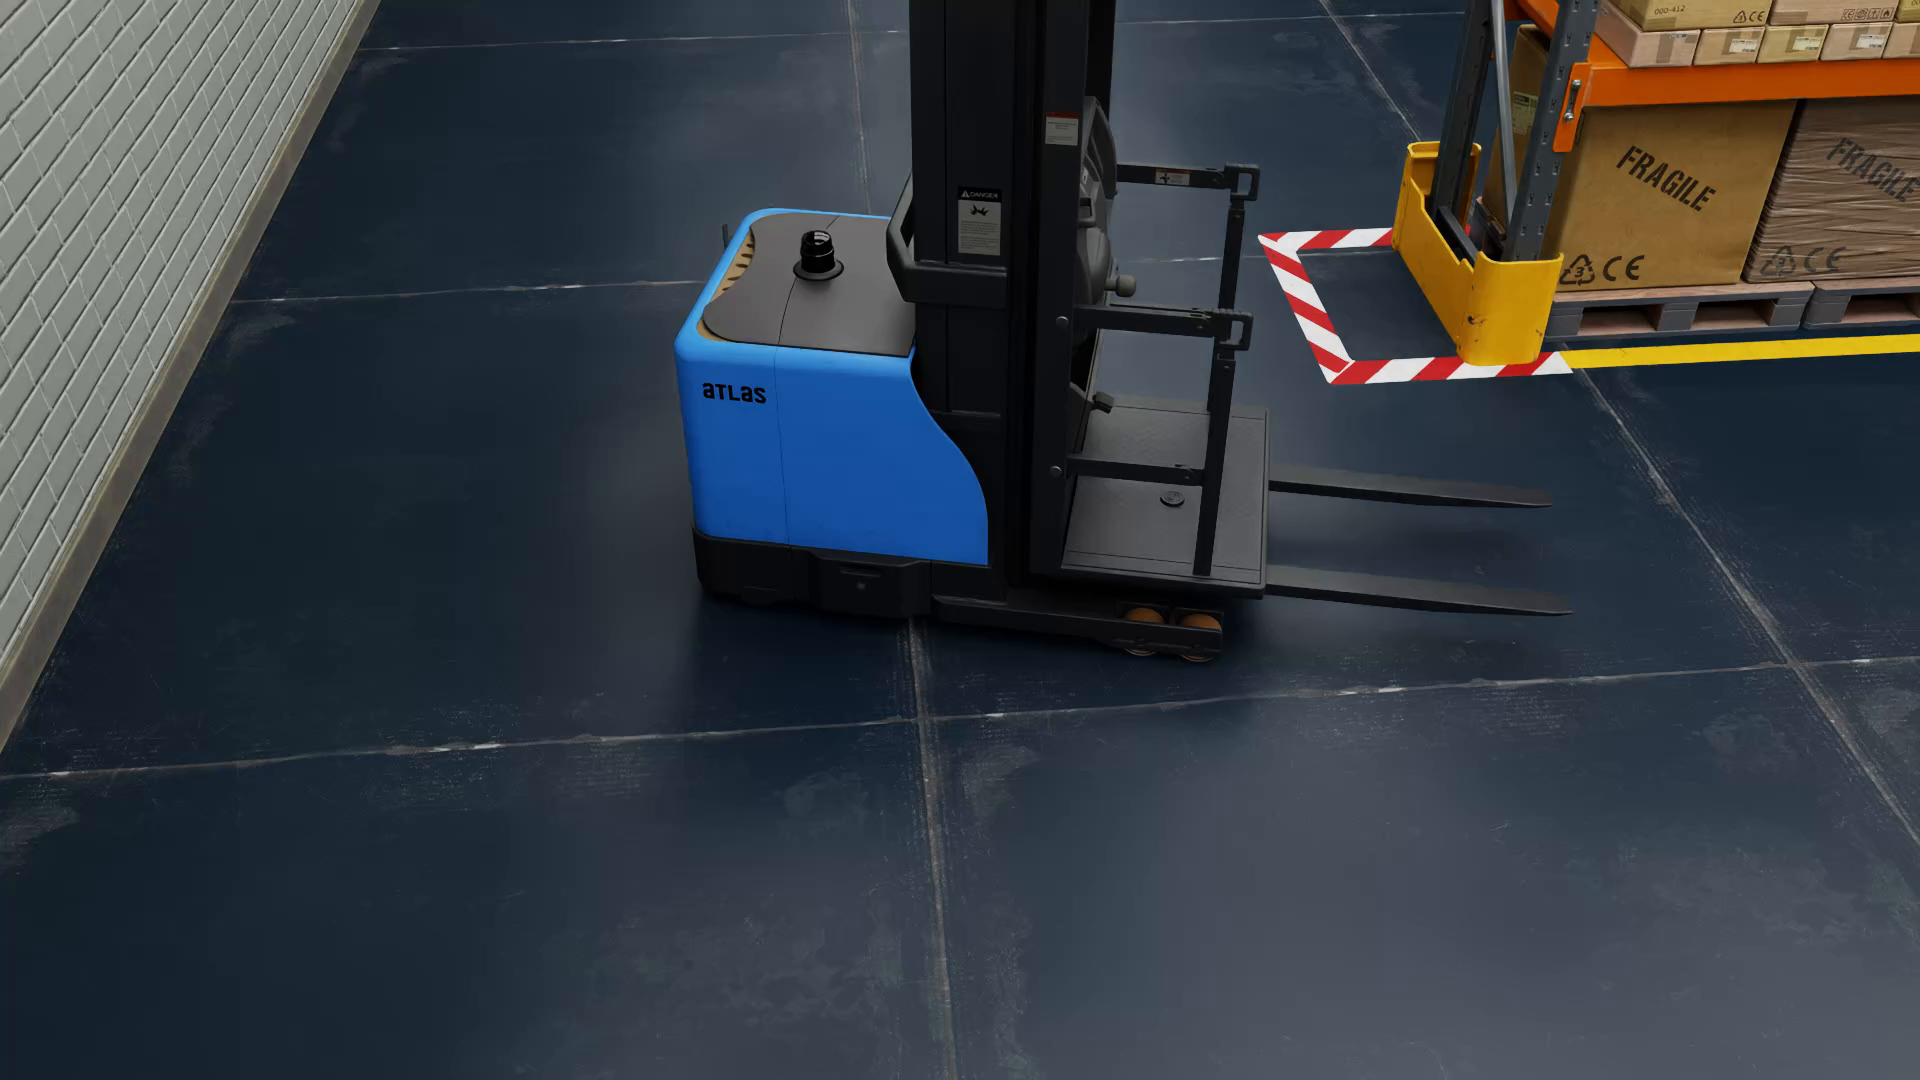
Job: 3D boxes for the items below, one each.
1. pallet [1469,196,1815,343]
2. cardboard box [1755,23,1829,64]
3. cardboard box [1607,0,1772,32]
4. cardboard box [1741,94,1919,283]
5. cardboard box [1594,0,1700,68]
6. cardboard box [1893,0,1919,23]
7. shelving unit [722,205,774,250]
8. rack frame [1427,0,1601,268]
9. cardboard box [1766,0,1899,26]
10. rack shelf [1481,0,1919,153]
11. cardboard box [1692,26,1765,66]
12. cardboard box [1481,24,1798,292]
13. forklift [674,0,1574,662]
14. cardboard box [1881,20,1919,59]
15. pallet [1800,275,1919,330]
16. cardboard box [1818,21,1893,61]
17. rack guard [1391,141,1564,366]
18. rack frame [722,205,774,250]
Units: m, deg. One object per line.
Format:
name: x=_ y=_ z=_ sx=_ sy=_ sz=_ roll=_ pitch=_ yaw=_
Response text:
pallet: x=3.122 y=-1.296 z=7.722 sx=1.213 sy=0.211 sz=1.003 roll=-3 pitch=38 yaw=-4
cardboard box: x=3.226 y=-2.045 z=6.623 sx=0.250 sy=0.149 sz=0.380 roll=-4 pitch=38 yaw=-5
cardboard box: x=2.835 y=-2.216 z=6.518 sx=0.500 sy=0.250 sz=0.500 roll=-4 pitch=38 yaw=-5
cardboard box: x=3.869 y=-1.764 z=7.440 sx=0.875 sy=0.875 sz=0.875 roll=-3 pitch=38 yaw=-4
cardboard box: x=2.715 y=-2.016 z=6.586 sx=0.250 sy=0.149 sz=0.380 roll=-3 pitch=38 yaw=-3
cardboard box: x=3.853 y=-2.274 z=6.592 sx=0.500 sy=0.250 sz=0.500 roll=-4 pitch=38 yaw=-5
shelving unit: x=-0.744 y=-0.845 z=6.594 sx=0.258 sy=0.900 sz=0.210 roll=-29 pitch=46 yaw=-32
rack frame: x=2.332 y=-2.299 z=6.742 sx=0.127 sy=3.000 sz=1.000 roll=-3 pitch=38 yaw=-4
cardboard box: x=3.352 y=-2.249 z=6.560 sx=0.500 sy=0.250 sz=0.500 roll=-4 pitch=38 yaw=-5
rack shelf: x=4.325 y=-2.126 z=7.104 sx=4.000 sy=0.370 sz=1.077 roll=-3 pitch=38 yaw=-4
cardboard box: x=2.971 y=-2.031 z=6.605 sx=0.250 sy=0.149 sz=0.380 roll=-4 pitch=38 yaw=-5
cardboard box: x=2.963 y=-1.714 z=7.377 sx=0.875 sy=0.875 sz=0.875 roll=-3 pitch=38 yaw=-4
forklift: x=0.622 y=-1.087 z=5.262 sx=3.031 sy=2.935 sz=1.130 roll=6 pitch=39 yaw=7
cardboard box: x=3.739 y=-2.073 z=6.659 sx=0.250 sy=0.149 sz=0.380 roll=-4 pitch=38 yaw=-5
pallet: x=4.334 y=-1.361 z=7.805 sx=1.213 sy=0.211 sz=1.003 roll=-3 pitch=38 yaw=-4
cardboard box: x=3.485 y=-2.060 z=6.642 sx=0.250 sy=0.149 sz=0.380 roll=-4 pitch=38 yaw=-5
rack guard: x=2.309 y=-1.316 z=7.514 sx=0.348 sy=0.500 sz=1.175 roll=-3 pitch=38 yaw=-4
rack frame: x=-0.812 y=-0.892 z=6.654 sx=0.240 sy=0.900 sz=0.006 roll=-29 pitch=46 yaw=-32
